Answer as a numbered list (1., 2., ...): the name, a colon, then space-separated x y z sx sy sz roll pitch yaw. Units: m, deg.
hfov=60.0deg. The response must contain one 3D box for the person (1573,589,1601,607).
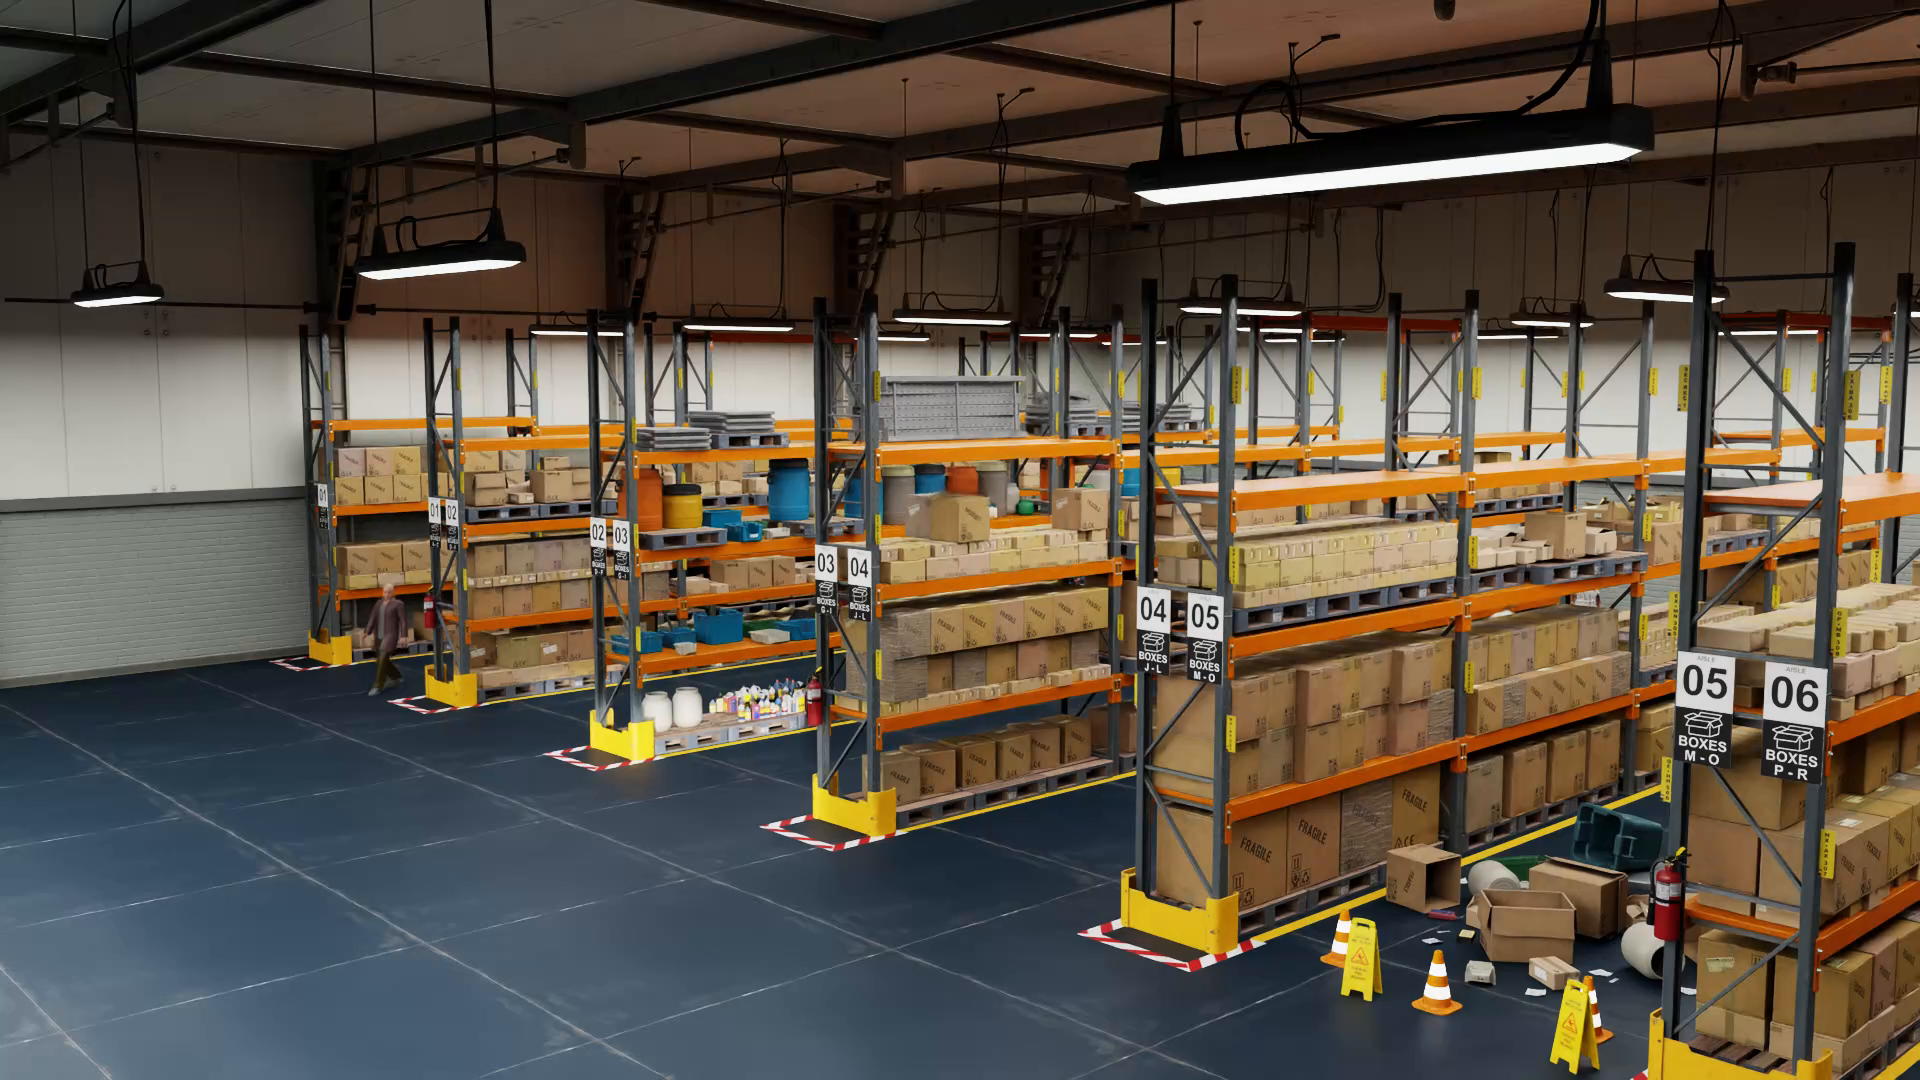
1. person: 11.481 1.252 30.558 0.433 1.641 0.980 -3 6 -25

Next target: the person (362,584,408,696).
1. person: -9.292 1.580 26.909 0.667 1.760 0.798 2 6 22

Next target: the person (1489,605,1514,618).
1. person: 8.290 1.733 25.383 0.613 1.761 0.702 2 6 19
